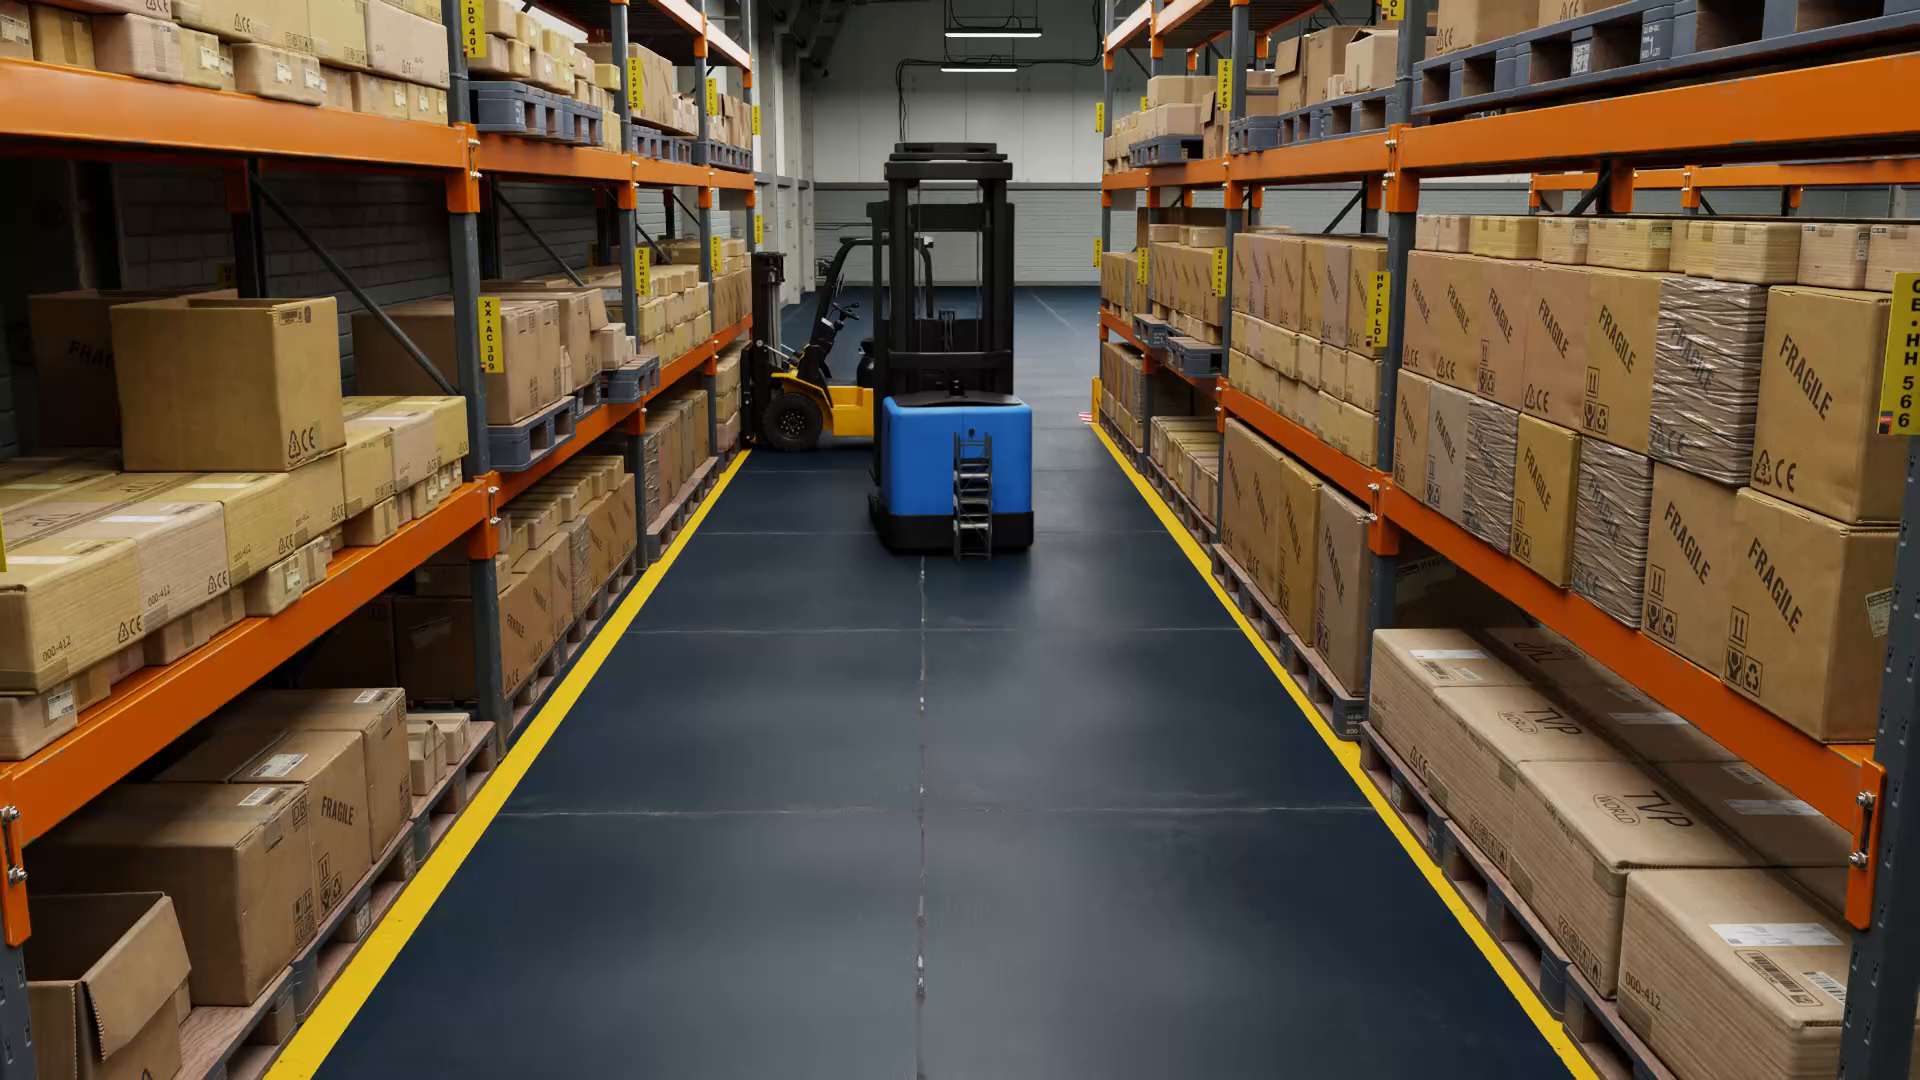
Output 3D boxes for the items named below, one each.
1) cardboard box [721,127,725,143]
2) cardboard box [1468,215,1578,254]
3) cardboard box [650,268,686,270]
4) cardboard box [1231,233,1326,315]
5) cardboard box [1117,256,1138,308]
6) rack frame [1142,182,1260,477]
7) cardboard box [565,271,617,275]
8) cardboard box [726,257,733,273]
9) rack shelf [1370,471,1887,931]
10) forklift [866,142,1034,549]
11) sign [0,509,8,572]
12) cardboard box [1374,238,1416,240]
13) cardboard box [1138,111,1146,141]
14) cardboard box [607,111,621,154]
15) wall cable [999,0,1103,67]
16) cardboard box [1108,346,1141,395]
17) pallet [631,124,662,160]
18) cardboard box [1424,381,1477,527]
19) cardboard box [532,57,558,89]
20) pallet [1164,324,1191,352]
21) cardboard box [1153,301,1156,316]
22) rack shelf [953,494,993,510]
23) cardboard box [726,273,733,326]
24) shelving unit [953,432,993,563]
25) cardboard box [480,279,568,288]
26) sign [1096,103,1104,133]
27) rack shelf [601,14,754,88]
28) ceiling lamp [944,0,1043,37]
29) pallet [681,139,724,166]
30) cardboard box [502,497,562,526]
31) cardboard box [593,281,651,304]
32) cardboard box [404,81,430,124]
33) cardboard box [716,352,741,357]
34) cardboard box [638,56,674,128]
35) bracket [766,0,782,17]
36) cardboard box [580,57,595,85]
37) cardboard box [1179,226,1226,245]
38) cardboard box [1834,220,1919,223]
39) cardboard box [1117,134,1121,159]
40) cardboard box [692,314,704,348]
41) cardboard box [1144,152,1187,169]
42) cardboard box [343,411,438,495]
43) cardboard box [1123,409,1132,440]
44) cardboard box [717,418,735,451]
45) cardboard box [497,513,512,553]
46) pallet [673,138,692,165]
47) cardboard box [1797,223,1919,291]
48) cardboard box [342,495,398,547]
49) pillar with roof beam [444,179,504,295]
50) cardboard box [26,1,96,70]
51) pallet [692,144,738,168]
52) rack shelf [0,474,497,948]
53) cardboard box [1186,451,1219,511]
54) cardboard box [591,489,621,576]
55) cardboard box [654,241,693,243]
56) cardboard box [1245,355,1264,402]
[{"bbox_3d":[-2.475,-3.899,16.011,0.380,0.149,0.250,0,11,1],"label":"cardboard box"},{"bbox_3d":[2.191,-1.176,6.414,0.380,0.149,0.250,0,11,-2],"label":"cardboard box"},{"bbox_3d":[-2.548,-2.253,14.239,0.380,0.149,0.250,0,11,-1],"label":"cardboard box"},{"bbox_3d":[2.058,-1.720,10.725,0.500,0.500,0.500,-1,11,-3],"label":"cardboard box"},{"bbox_3d":[1.904,-2.664,17.147,0.500,0.500,0.500,0,11,-2],"label":"cardboard box"},{"bbox_3d":[2.209,-2.075,15.242,1.000,3.000,0.127,0,11,-1],"label":"rack frame"},{"bbox_3d":[-2.987,-2.096,13.464,0.380,0.149,0.250,0,11,-2],"label":"cardboard box"},{"bbox_3d":[-2.509,-2.792,16.896,0.380,0.149,0.250,0,11,-2],"label":"cardboard box"},{"bbox_3d":[2.416,0.266,5.515,1.077,0.370,4.000,0,11,-1],"label":"rack shelf"},{"bbox_3d":[-0.158,-1.614,13.142,1.130,2.935,3.031,-1,12,-7],"label":"forklift"},{"bbox_3d":[-1.963,-0.095,3.305,0.100,0.325,0.005,0,11,-1],"label":"sign"},{"bbox_3d":[2.590,-1.416,9.226,0.500,0.500,0.500,0,11,-2],"label":"cardboard box"},{"bbox_3d":[1.821,-3.559,14.336,0.500,0.250,0.500,-1,11,-3],"label":"cardboard box"},{"bbox_3d":[-2.417,-2.554,10.437,0.500,0.250,0.500,-1,11,-3],"label":"cardboard box"},{"bbox_3d":[2.718,-15.408,49.540,3.097,2.526,0.112,0,11,-1],"label":"wall cable"},{"bbox_3d":[1.883,-1.826,17.987,0.500,0.500,0.500,-1,11,-3],"label":"cardboard box"},{"bbox_3d":[-2.774,-2.771,11.602,1.213,0.211,1.003,0,11,1],"label":"pallet"},{"bbox_3d":[2.129,-0.339,6.435,0.500,0.500,0.500,0,11,-1],"label":"cardboard box"},{"bbox_3d":[-2.220,-2.329,8.276,0.380,0.149,0.250,0,11,-2],"label":"cardboard box"},{"bbox_3d":[2.210,-1.579,13.280,1.003,0.211,1.213,0,11,-1],"label":"pallet"},{"bbox_3d":[1.905,-2.046,14.677,0.380,0.149,0.250,0,11,0],"label":"cardboard box"},{"bbox_3d":[0.089,-0.267,11.778,0.258,0.077,0.200,-1,12,-7],"label":"rack shelf"},{"bbox_3d":[-2.540,-2.396,16.574,0.500,0.500,0.500,0,11,-2],"label":"cardboard box"},{"bbox_3d":[0.089,-0.299,11.771,0.258,0.900,0.210,-1,12,-7],"label":"shelving unit"},{"bbox_3d":[-2.816,-1.410,10.659,0.500,0.500,0.500,0,11,2],"label":"cardboard box"},{"bbox_3d":[1.584,-4.766,18.765,0.100,0.325,0.005,0,11,-1],"label":"sign"},{"bbox_3d":[-2.794,-4.843,16.612,1.077,0.370,4.000,0,11,-1],"label":"rack shelf"},{"bbox_3d":[0.674,-11.911,33.958,2.000,3.185,0.800,0,11,-1],"label":"ceiling lamp"},{"bbox_3d":[-2.797,-3.650,15.683,1.003,0.211,1.213,0,11,-1],"label":"pallet"},{"bbox_3d":[-2.453,-0.147,9.340,0.380,0.149,0.250,0,11,-1],"label":"cardboard box"},{"bbox_3d":[-2.389,-1.743,11.723,0.380,0.149,0.250,0,11,0],"label":"cardboard box"},{"bbox_3d":[-2.283,-1.691,6.439,0.380,0.149,0.250,0,11,-1],"label":"cardboard box"},{"bbox_3d":[-2.475,-1.804,17.253,0.500,0.250,0.500,0,11,-2],"label":"cardboard box"},{"bbox_3d":[-2.463,-3.380,12.570,0.500,0.500,0.500,0,11,0],"label":"cardboard box"},{"bbox_3d":[-3.678,-10.396,32.115,0.076,0.066,4.783,0,11,-1],"label":"bracket"},{"bbox_3d":[-2.412,-2.824,10.016,0.380,0.149,0.250,-1,11,-3],"label":"cardboard box"},{"bbox_3d":[1.991,-2.483,13.566,0.380,0.149,0.250,0,11,2],"label":"cardboard box"},{"bbox_3d":[2.678,-0.826,4.689,0.380,0.149,0.250,0,11,-1],"label":"cardboard box"},{"bbox_3d":[1.907,-4.108,17.350,0.500,0.250,0.500,0,11,1],"label":"cardboard box"},{"bbox_3d":[-2.465,-1.781,14.171,0.500,0.250,0.500,0,11,-1],"label":"cardboard box"},{"bbox_3d":[1.897,-3.483,15.272,0.380,0.149,0.250,0,11,-1],"label":"cardboard box"},{"bbox_3d":[-2.308,-0.336,6.300,0.500,0.250,0.500,0,11,-1],"label":"cardboard box"},{"bbox_3d":[1.908,-1.155,16.569,0.500,0.250,0.500,-1,11,-3],"label":"cardboard box"},{"bbox_3d":[-2.432,-1.009,15.850,0.500,0.250,0.500,0,11,-1],"label":"cardboard box"},{"bbox_3d":[-2.382,-0.032,8.022,0.380,0.149,0.250,-1,11,-4],"label":"cardboard box"},{"bbox_3d":[-2.722,-3.255,13.994,0.805,0.209,1.217,-1,11,-3],"label":"pallet"},{"bbox_3d":[2.221,-0.667,3.906,0.380,0.149,0.250,0,11,0],"label":"cardboard box"},{"bbox_3d":[-2.260,-0.072,6.000,0.380,0.149,0.250,0,11,-2],"label":"cardboard box"},{"bbox_3d":[0.706,-4.472,11.968,9.100,9.000,0.400,0,11,-1],"label":"pillar with roof beam"},{"bbox_3d":[-2.299,-1.183,3.931,0.380,0.149,0.250,0,11,-1],"label":"cardboard box"},{"bbox_3d":[-2.819,-3.892,16.876,1.003,0.211,1.213,0,11,-1],"label":"pallet"},{"bbox_3d":[-2.546,0.287,5.411,1.077,0.370,4.000,0,11,-1],"label":"rack shelf"},{"bbox_3d":[2.267,-0.457,12.818,0.950,0.372,0.625,0,11,-2],"label":"cardboard box"},{"bbox_3d":[-2.447,-0.057,10.524,0.500,0.500,0.500,0,11,-2],"label":"cardboard box"},{"bbox_3d":[-3.030,-3.088,17.603,0.380,0.149,0.250,0,11,1],"label":"cardboard box"},{"bbox_3d":[2.079,-1.006,10.350,0.500,0.250,0.500,-1,11,-3],"label":"cardboard box"}]
